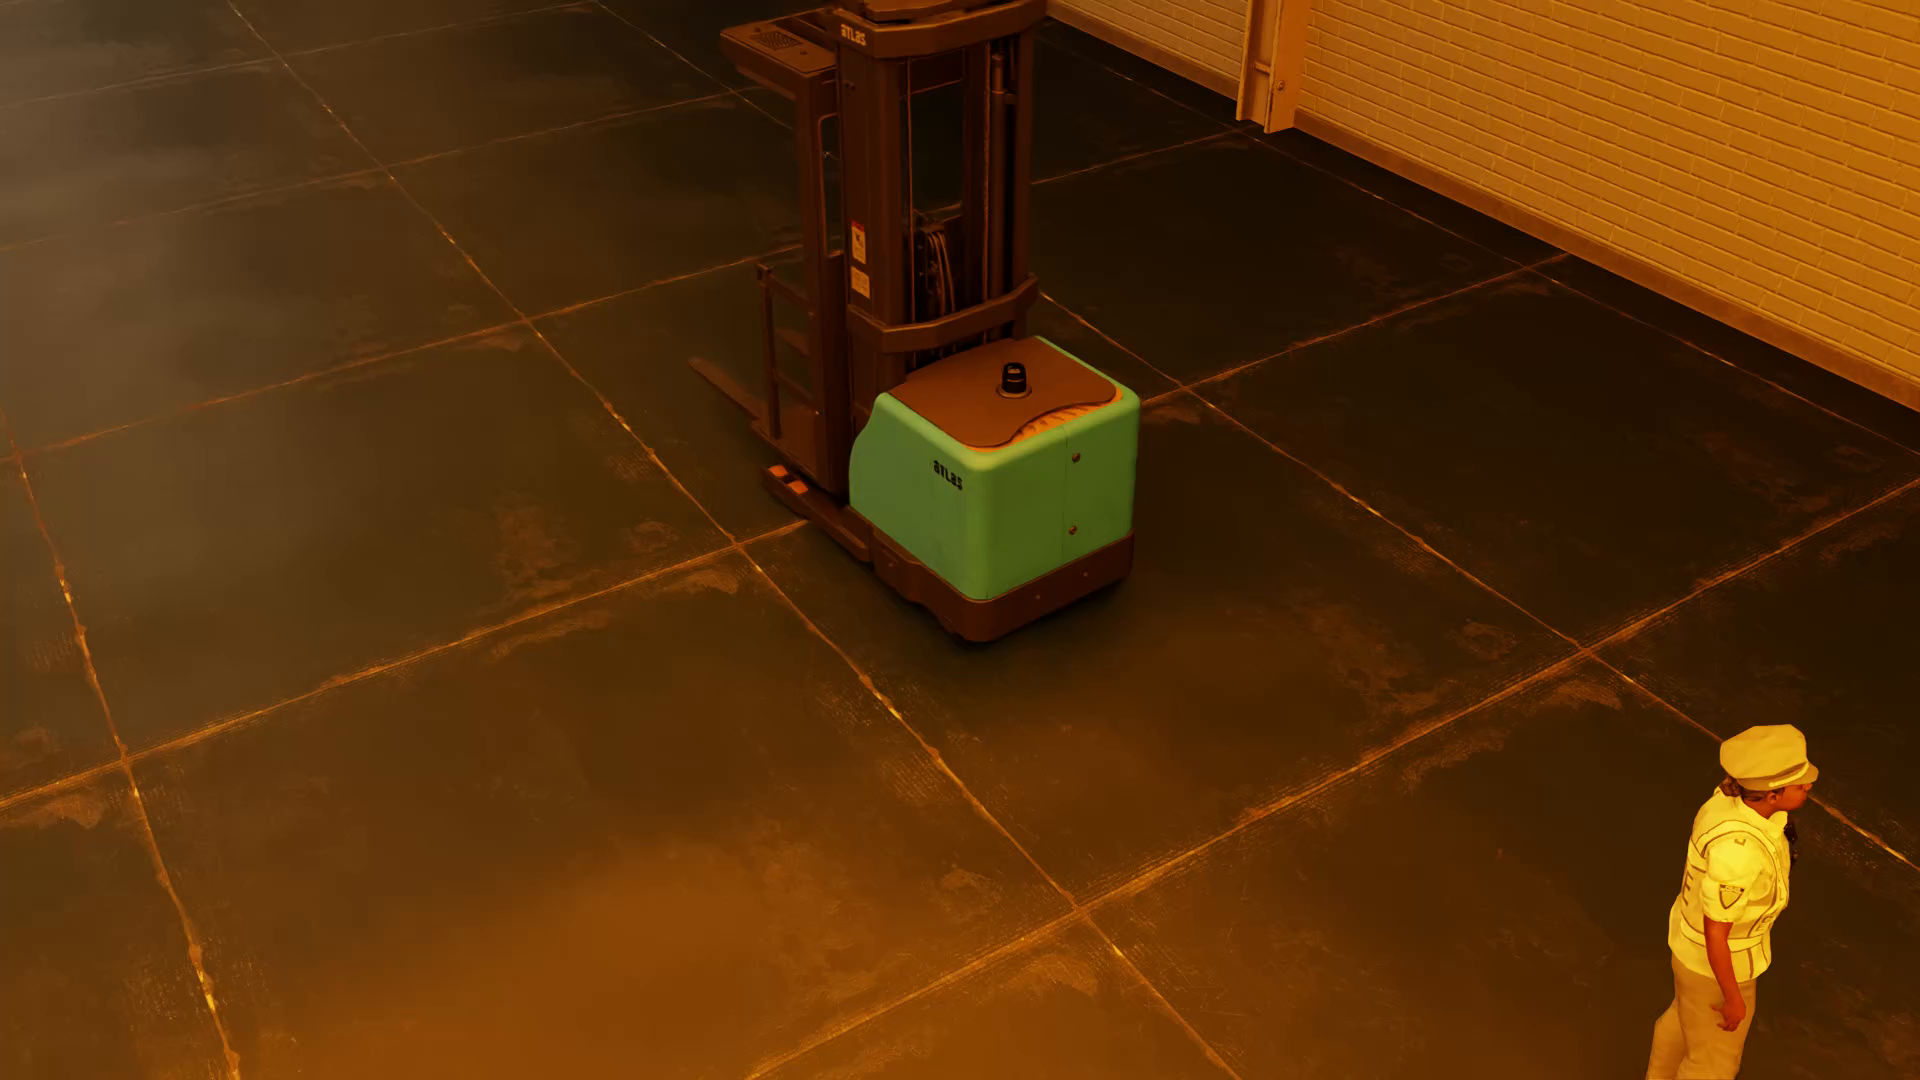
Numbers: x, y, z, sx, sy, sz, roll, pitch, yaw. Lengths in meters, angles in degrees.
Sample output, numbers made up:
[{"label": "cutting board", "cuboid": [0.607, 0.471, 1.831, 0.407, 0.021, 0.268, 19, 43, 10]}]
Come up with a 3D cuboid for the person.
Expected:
[{"label": "person", "cuboid": [2.509, 1.328, 5.320, 0.528, 1.697, 0.569, 14, 38, 19]}]

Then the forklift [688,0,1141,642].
[{"label": "forklift", "cuboid": [-0.426, -1.505, 8.289, 1.130, 2.935, 3.031, -24, 41, -30]}]
